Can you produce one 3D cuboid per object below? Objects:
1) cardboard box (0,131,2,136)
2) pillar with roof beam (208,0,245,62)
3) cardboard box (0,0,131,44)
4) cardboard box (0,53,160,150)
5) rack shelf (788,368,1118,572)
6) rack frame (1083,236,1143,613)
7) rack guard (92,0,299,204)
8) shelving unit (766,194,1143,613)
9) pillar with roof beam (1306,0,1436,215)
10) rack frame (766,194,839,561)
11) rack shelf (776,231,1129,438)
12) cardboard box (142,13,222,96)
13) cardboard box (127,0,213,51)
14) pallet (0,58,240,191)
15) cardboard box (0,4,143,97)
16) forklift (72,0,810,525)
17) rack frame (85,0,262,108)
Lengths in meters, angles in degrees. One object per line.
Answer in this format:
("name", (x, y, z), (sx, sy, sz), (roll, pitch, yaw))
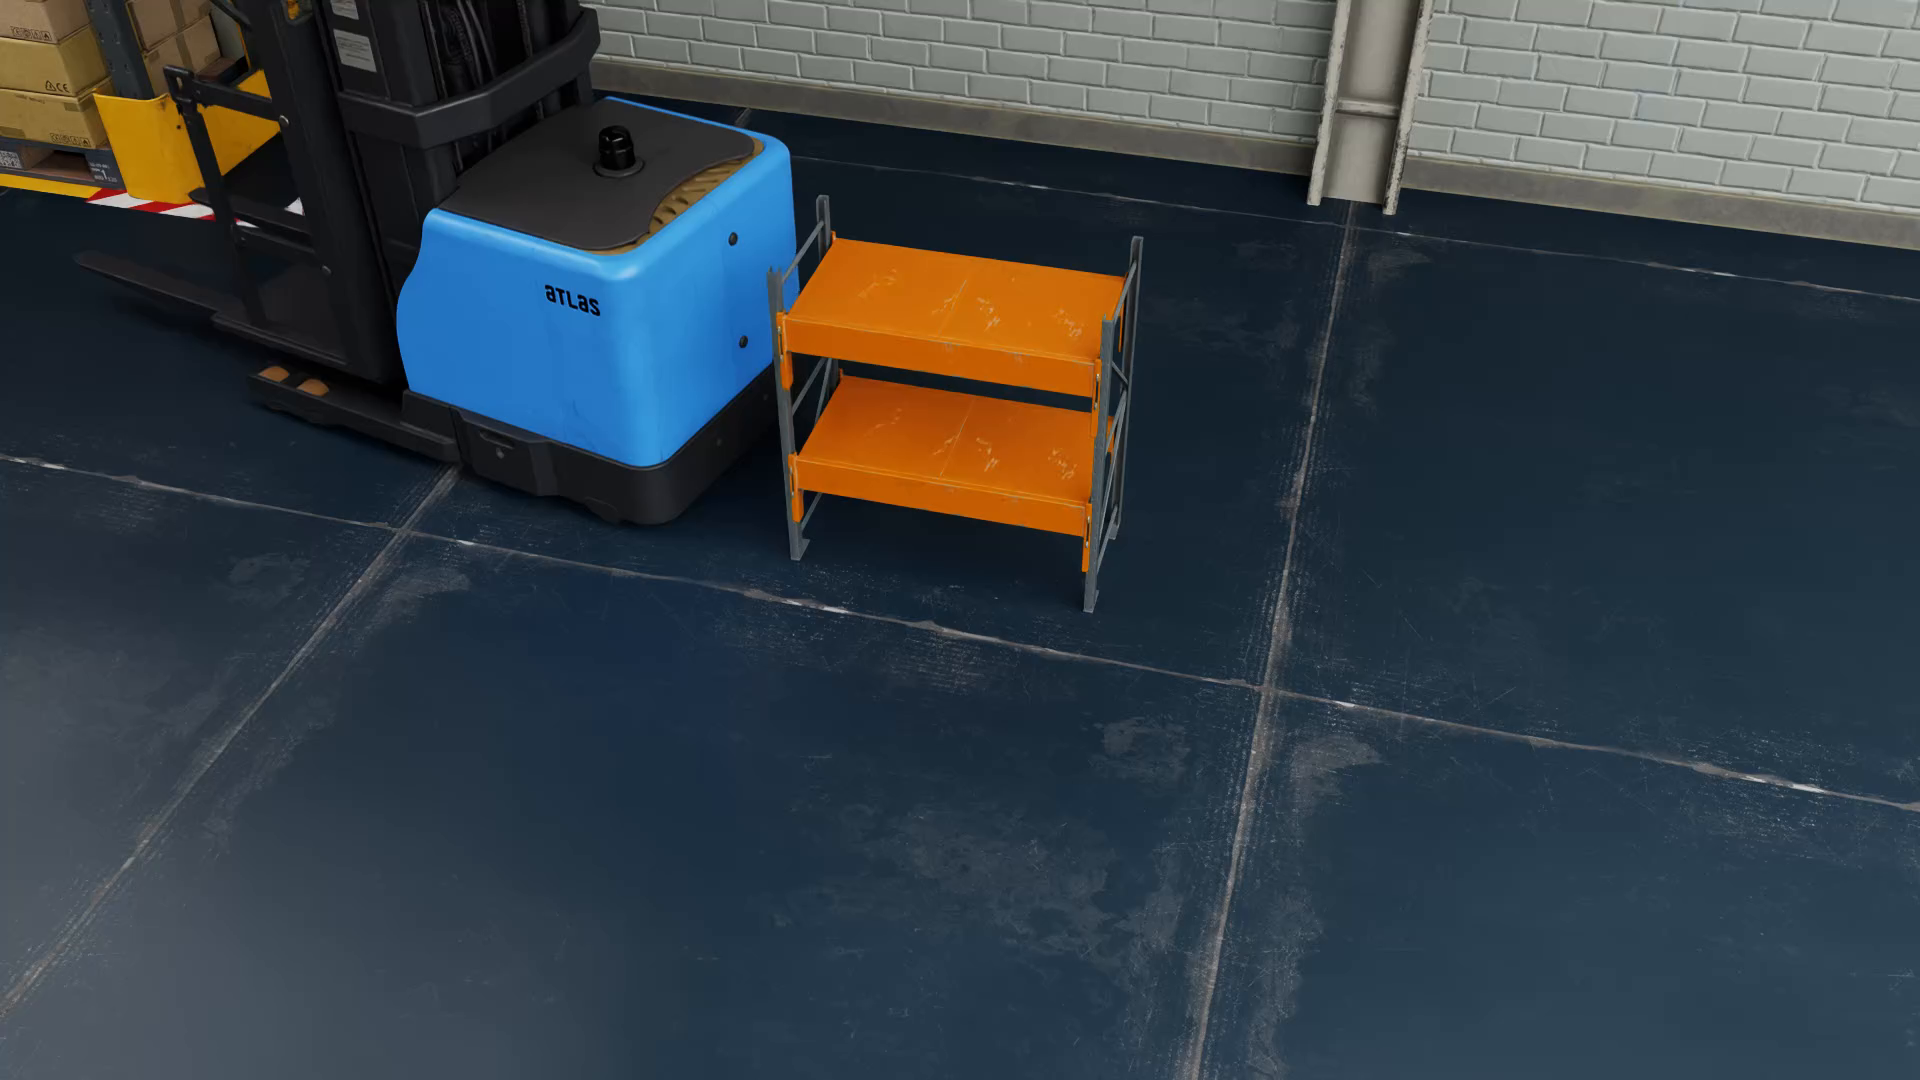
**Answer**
("cardboard box", (-4.562, -2.141, 7.779), (0.500, 0.250, 0.500), (10, 41, 11))
("pillar with roof beam", (-5.100, -3.361, 2.755), (0.400, 9.000, 9.100), (10, 41, 11))
("cardboard box", (-4.074, -2.437, 7.353), (0.500, 0.250, 0.500), (11, 41, 13))
("cardboard box", (-4.084, -2.053, 7.673), (0.500, 0.250, 0.500), (10, 41, 12))
("rack shelf", (-0.007, -0.245, 5.547), (1.000, 0.278, 0.538), (10, 41, 11))
("rack frame", (0.485, -0.347, 5.289), (0.032, 1.125, 0.500), (10, 41, 11))
("rack guard", (-3.525, -2.102, 7.864), (0.348, 0.500, 1.175), (10, 41, 11))
("shelving unit", (-0.007, -0.432, 5.390), (1.048, 1.125, 0.538), (10, 41, 11))
("pillar with roof beam", (0.696, -2.364, 1.568), (0.400, 9.000, 9.100), (10, 41, 11))
("rack frame", (-0.498, -0.516, 5.490), (0.032, 1.125, 0.500), (10, 41, 11))
("rack shelf", (-0.007, -0.656, 5.201), (1.000, 0.278, 0.538), (10, 41, 11))
("cardboard box", (-3.972, -2.374, 8.056), (0.500, 0.250, 0.500), (10, 41, 12))
("cardboard box", (-3.949, -2.570, 7.900), (0.500, 0.250, 0.500), (10, 41, 12))
("pallet", (-4.298, -2.096, 8.082), (1.213, 0.211, 1.003), (10, 41, 11))
("cardboard box", (-4.099, -2.249, 7.518), (0.500, 0.250, 0.500), (9, 41, 11))
("forklift", (-2.120, -1.842, 5.664), (3.031, 2.935, 1.130), (18, 43, 21))
("rack frame", (-3.548, -3.063, 7.065), (0.127, 3.000, 1.000), (10, 41, 11))
